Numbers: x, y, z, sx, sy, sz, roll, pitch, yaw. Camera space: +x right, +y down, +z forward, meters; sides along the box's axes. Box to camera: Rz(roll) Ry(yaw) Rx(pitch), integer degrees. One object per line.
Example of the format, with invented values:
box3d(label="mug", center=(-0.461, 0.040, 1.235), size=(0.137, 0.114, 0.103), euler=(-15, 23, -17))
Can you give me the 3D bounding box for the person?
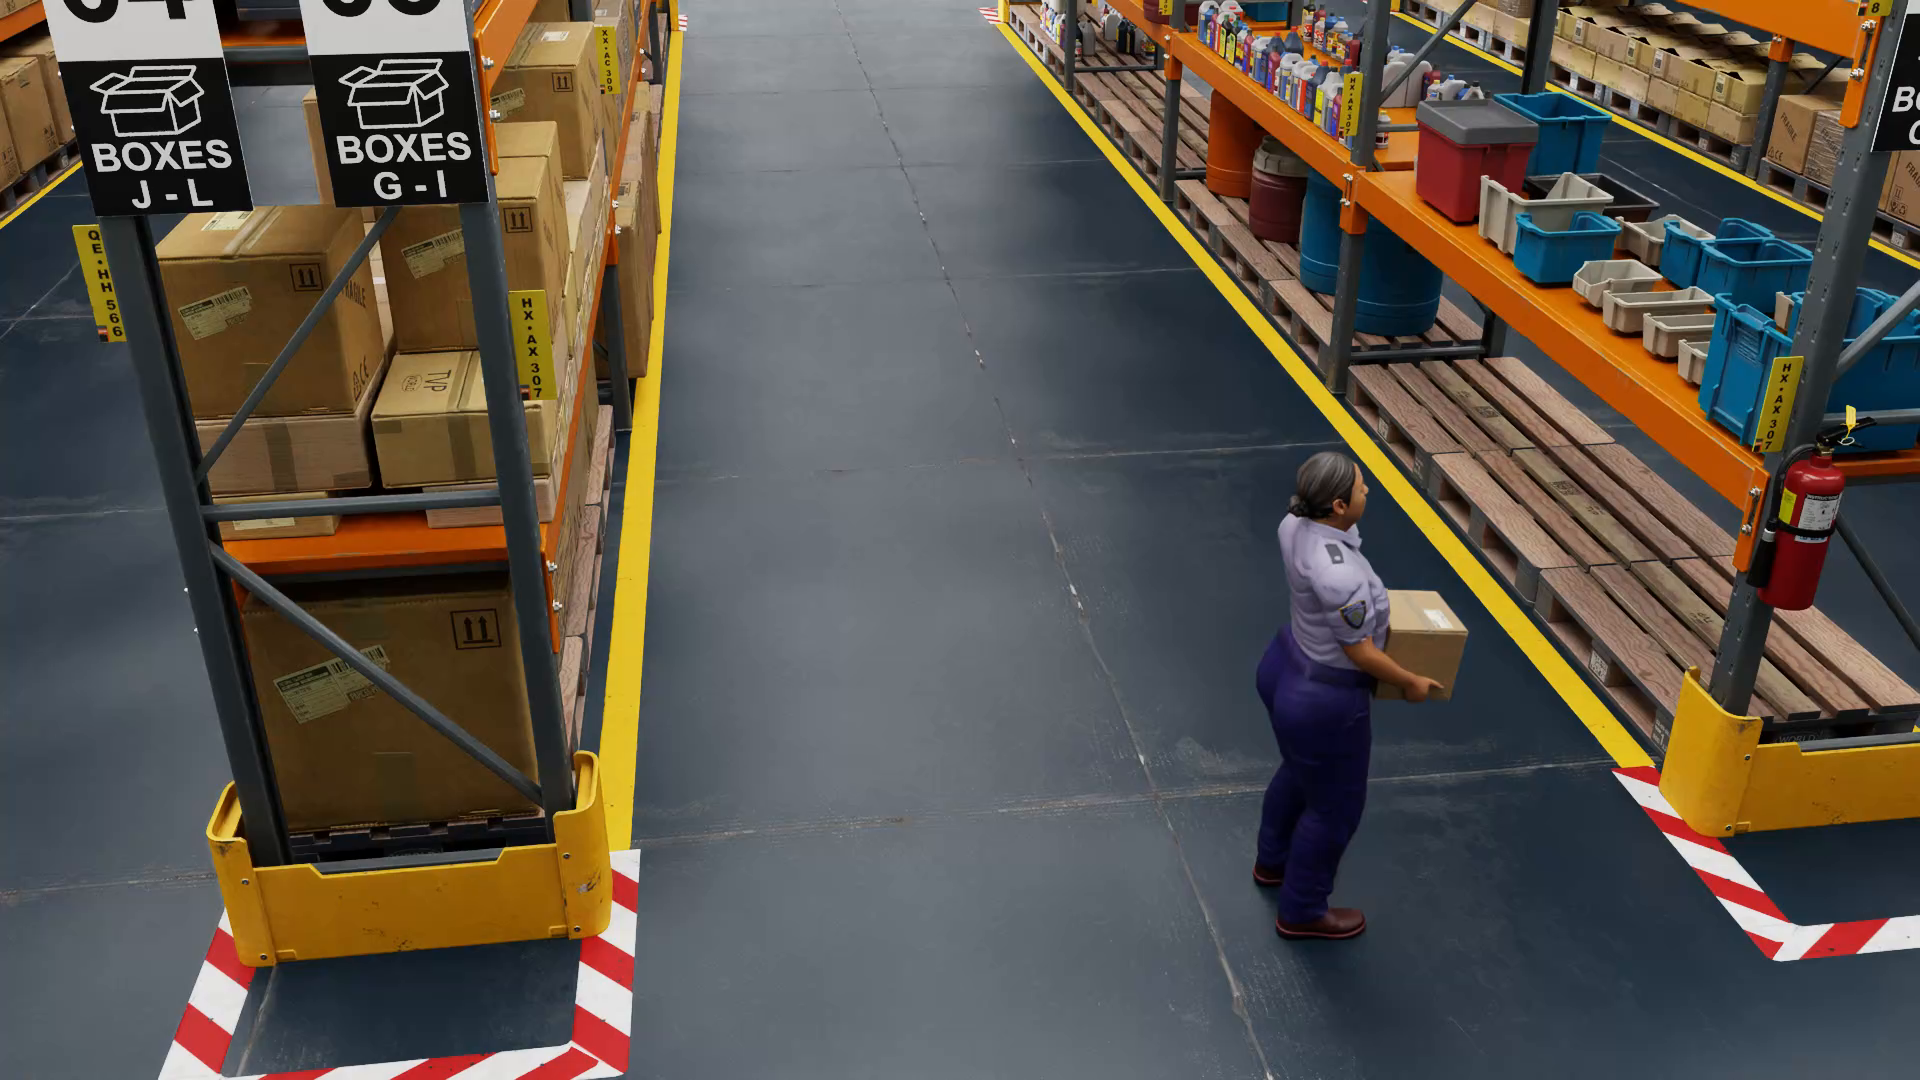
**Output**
box3d(label="person", center=(1.205, 0.474, 5.218), size=(0.515, 1.643, 0.466), euler=(-4, 28, -7))
